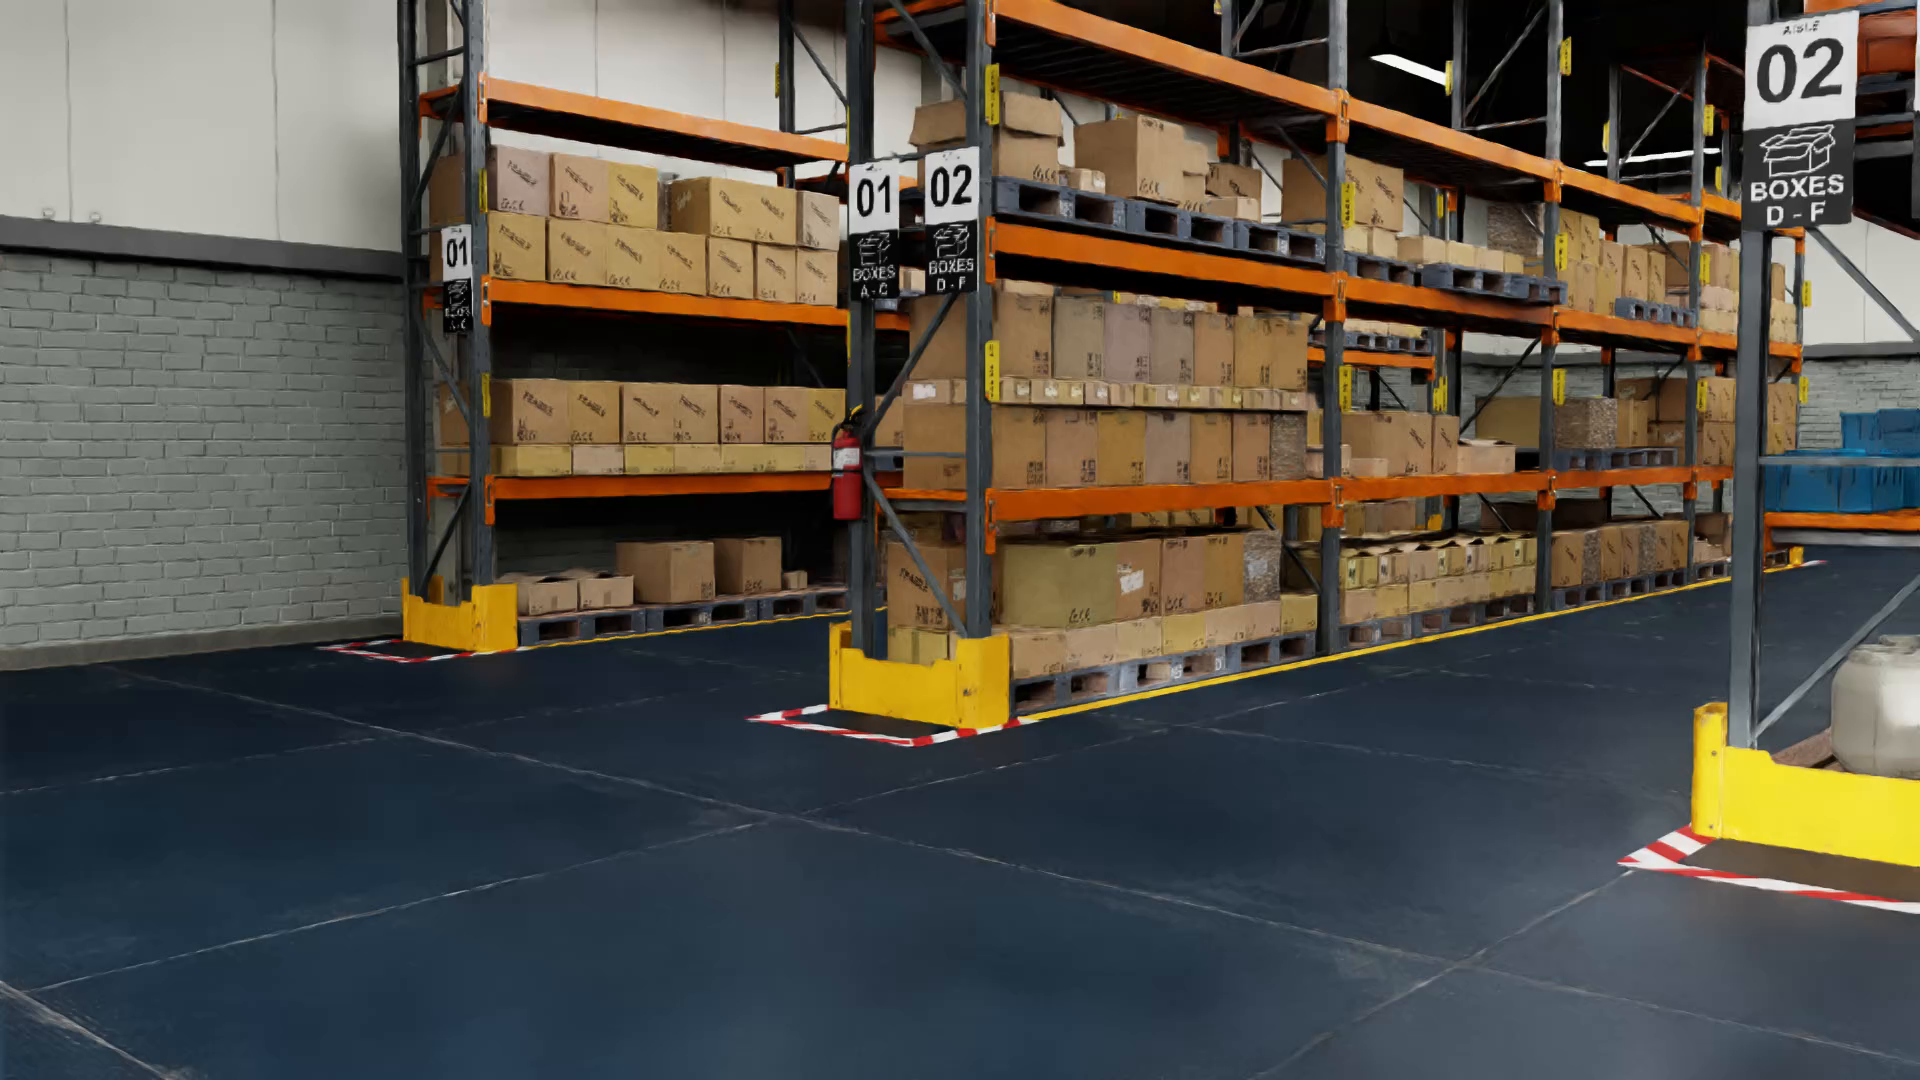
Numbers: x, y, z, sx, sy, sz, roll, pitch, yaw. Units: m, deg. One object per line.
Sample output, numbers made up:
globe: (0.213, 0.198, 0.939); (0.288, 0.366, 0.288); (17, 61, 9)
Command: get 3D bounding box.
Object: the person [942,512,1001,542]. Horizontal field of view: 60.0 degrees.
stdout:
person: (0.101, -0.038, 12.581); (0.432, 1.794, 0.631); (1, 4, 23)
